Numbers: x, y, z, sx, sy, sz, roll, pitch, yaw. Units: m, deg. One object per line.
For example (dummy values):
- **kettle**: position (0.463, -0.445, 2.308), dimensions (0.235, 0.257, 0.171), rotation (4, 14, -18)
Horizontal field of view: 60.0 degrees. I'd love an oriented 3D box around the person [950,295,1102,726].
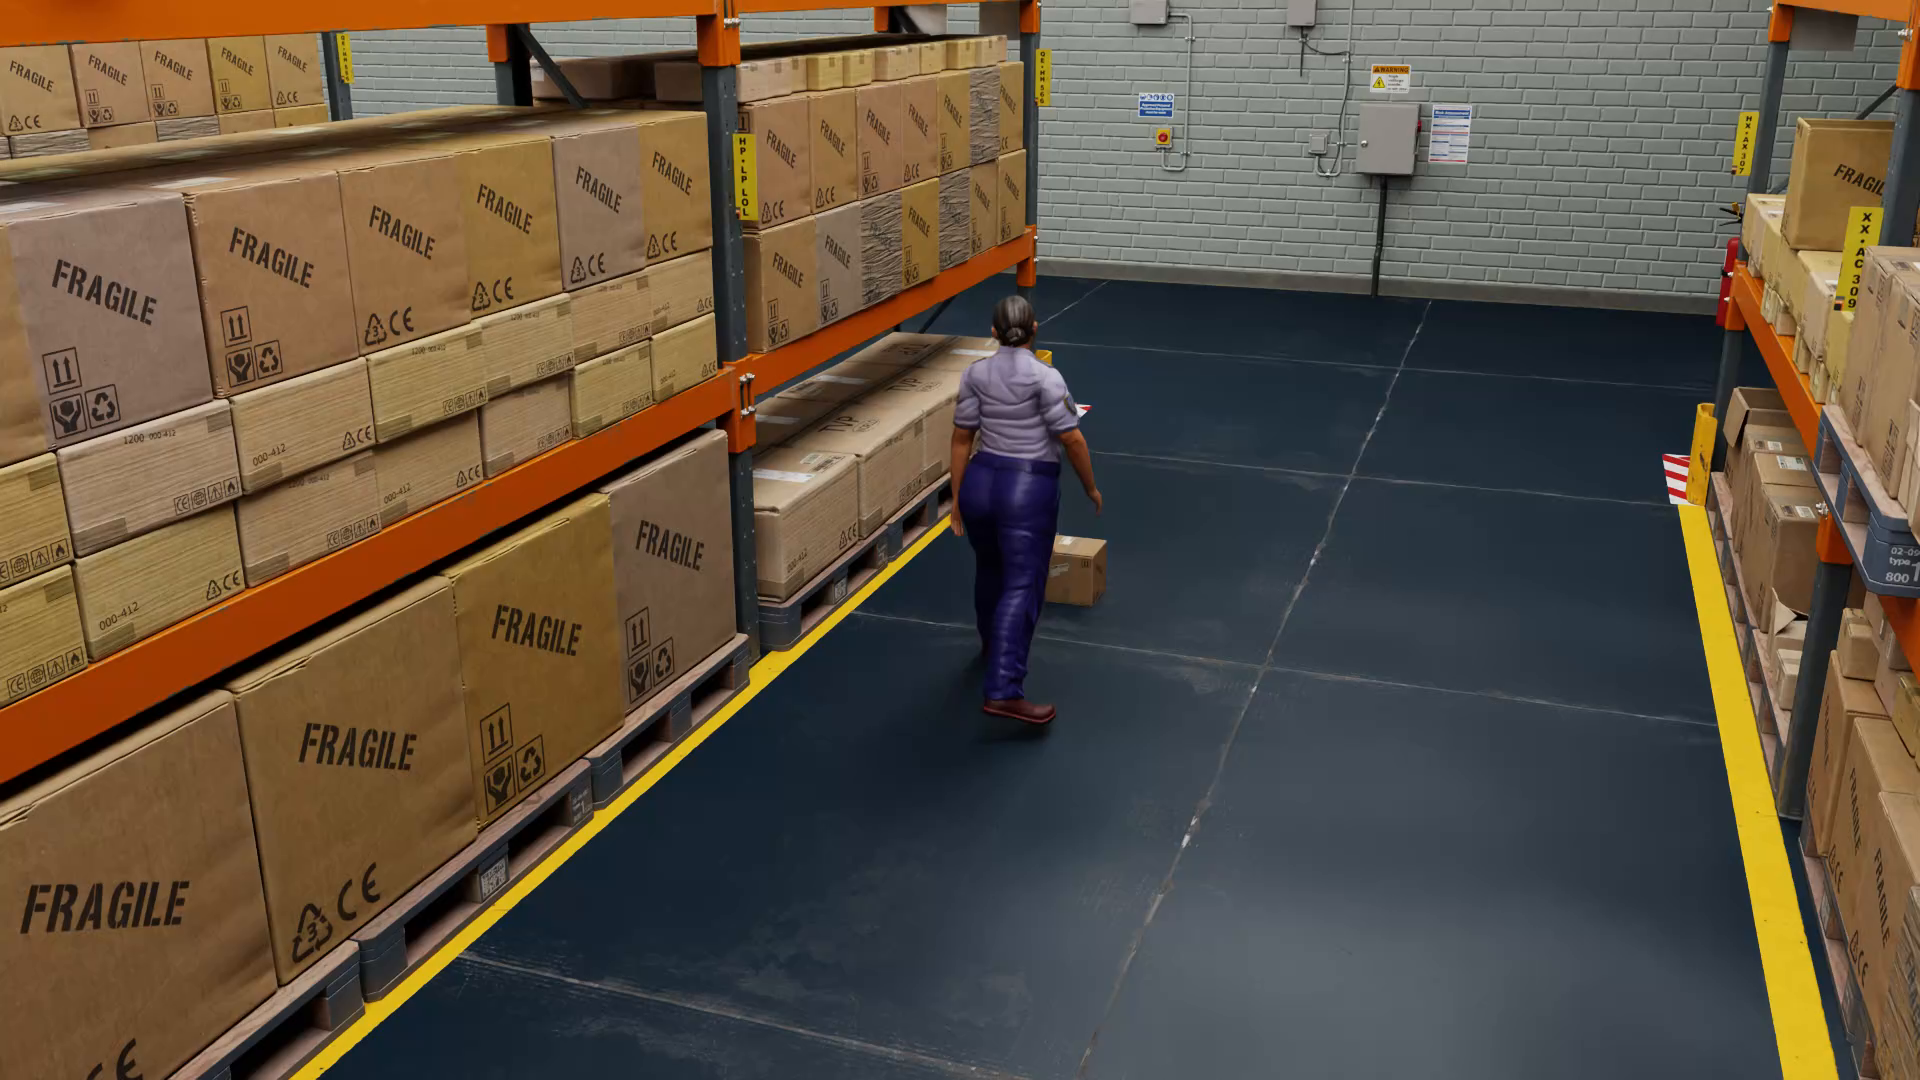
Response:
- **person**: position (0.227, -0.161, 6.593), dimensions (0.717, 1.594, 0.953), rotation (13, 22, 32)
